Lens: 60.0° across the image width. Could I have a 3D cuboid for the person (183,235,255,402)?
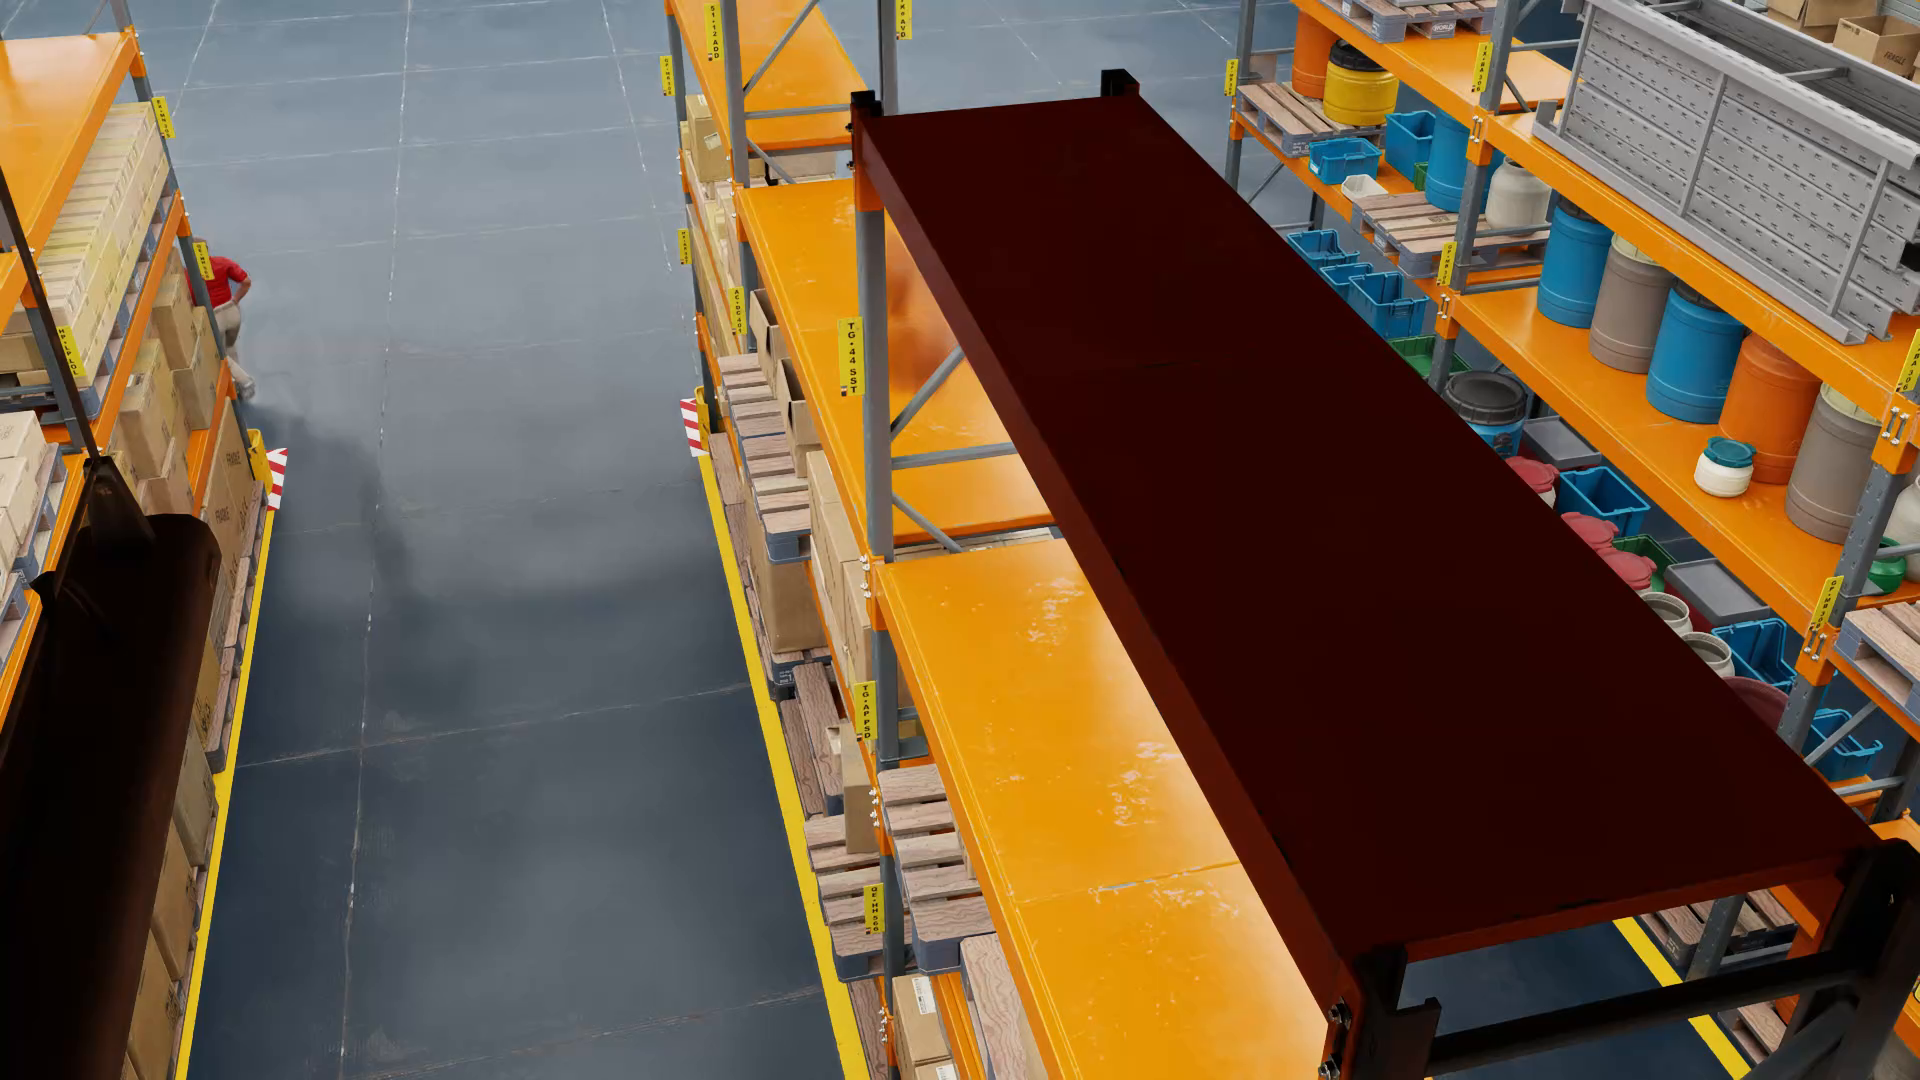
[{"bbox_3d":[-6.932,-2.043,15.603,0.792,1.713,0.690,24,41,31],"label":"person"}]
